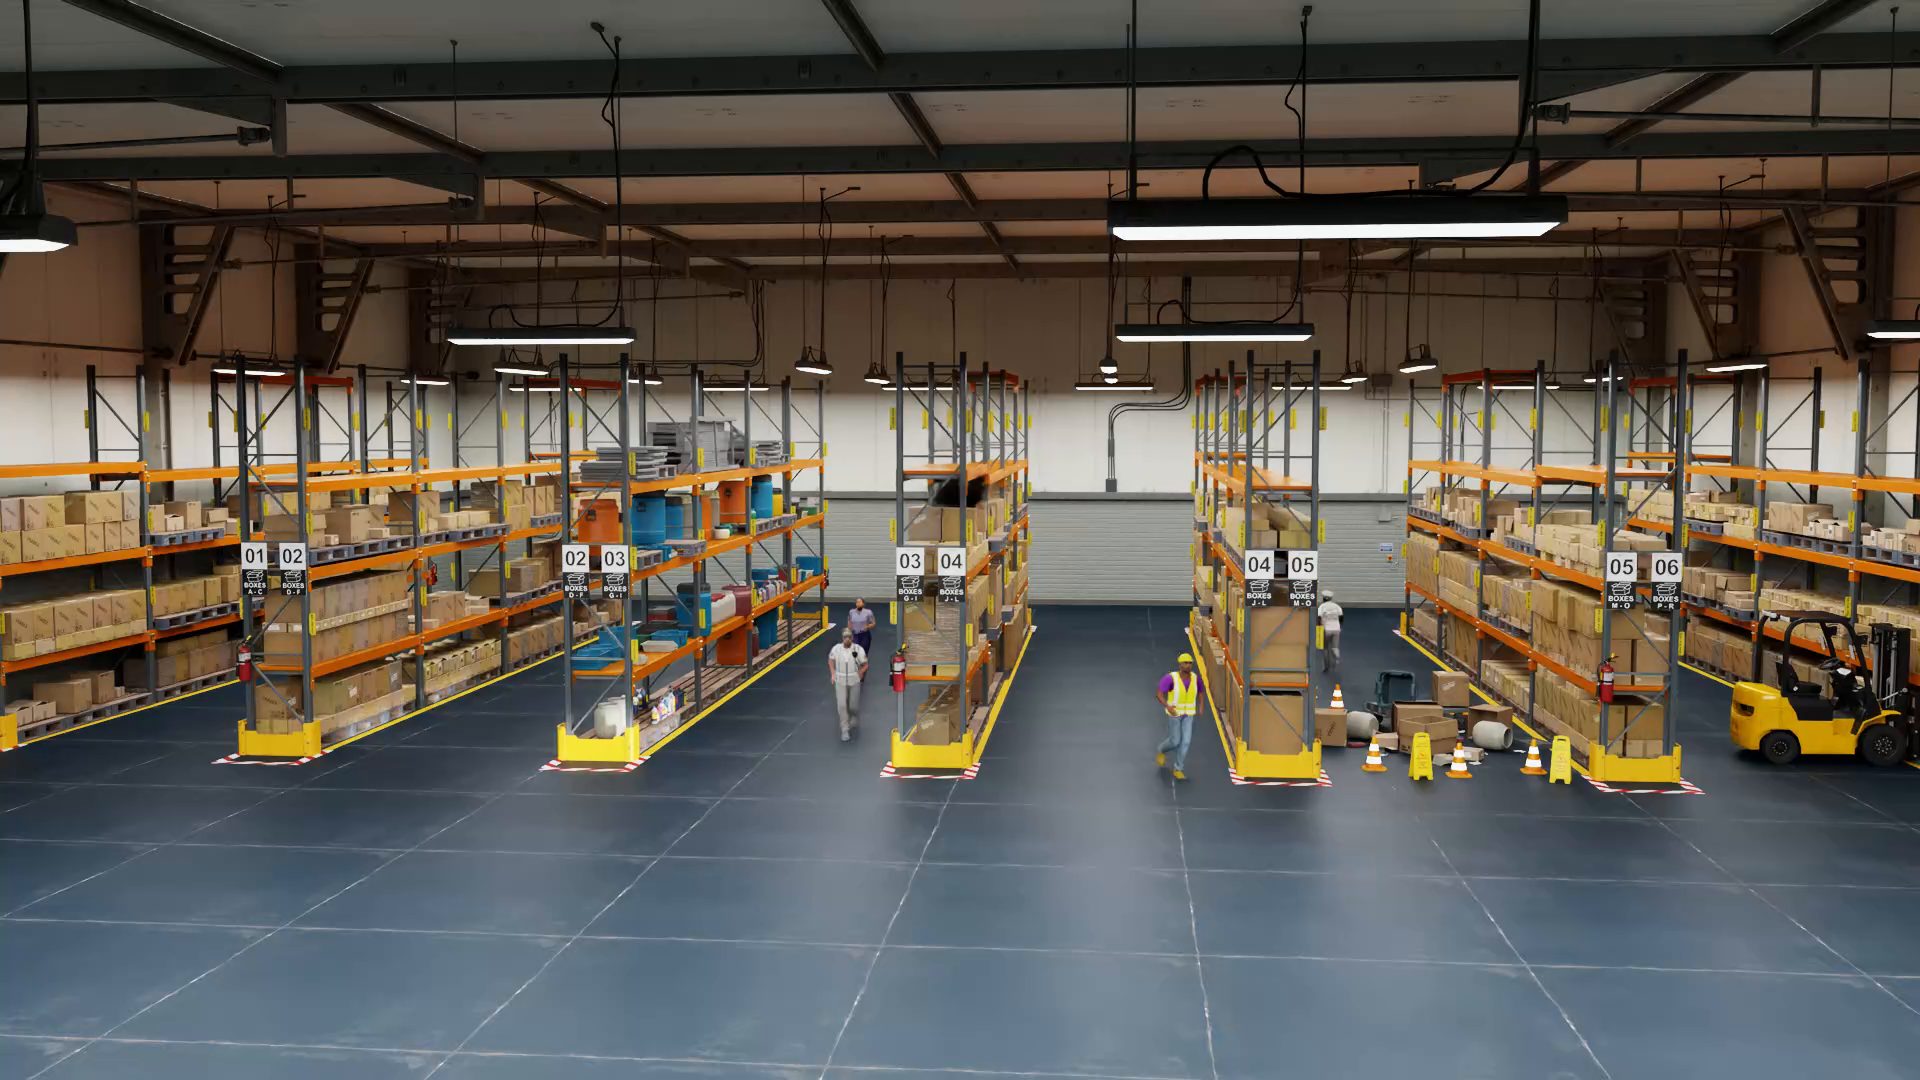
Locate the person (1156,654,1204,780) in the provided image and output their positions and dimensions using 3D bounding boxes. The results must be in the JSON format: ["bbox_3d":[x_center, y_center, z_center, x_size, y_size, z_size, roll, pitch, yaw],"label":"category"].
[{"bbox_3d":[3.139,2.474,23.611,0.732,1.748,0.727,-1,4,-17],"label":"person"}]

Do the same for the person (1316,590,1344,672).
[{"bbox_3d":[7.343,1.861,32.974,0.575,1.684,0.937,0,4,-1],"label":"person"}]

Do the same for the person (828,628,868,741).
[{"bbox_3d":[-1.781,2.254,26.530,0.645,1.767,0.899,0,4,0],"label":"person"}]

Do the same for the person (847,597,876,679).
[{"bbox_3d":[-1.918,1.915,32.104,0.581,1.637,0.622,0,4,4],"label":"person"}]
